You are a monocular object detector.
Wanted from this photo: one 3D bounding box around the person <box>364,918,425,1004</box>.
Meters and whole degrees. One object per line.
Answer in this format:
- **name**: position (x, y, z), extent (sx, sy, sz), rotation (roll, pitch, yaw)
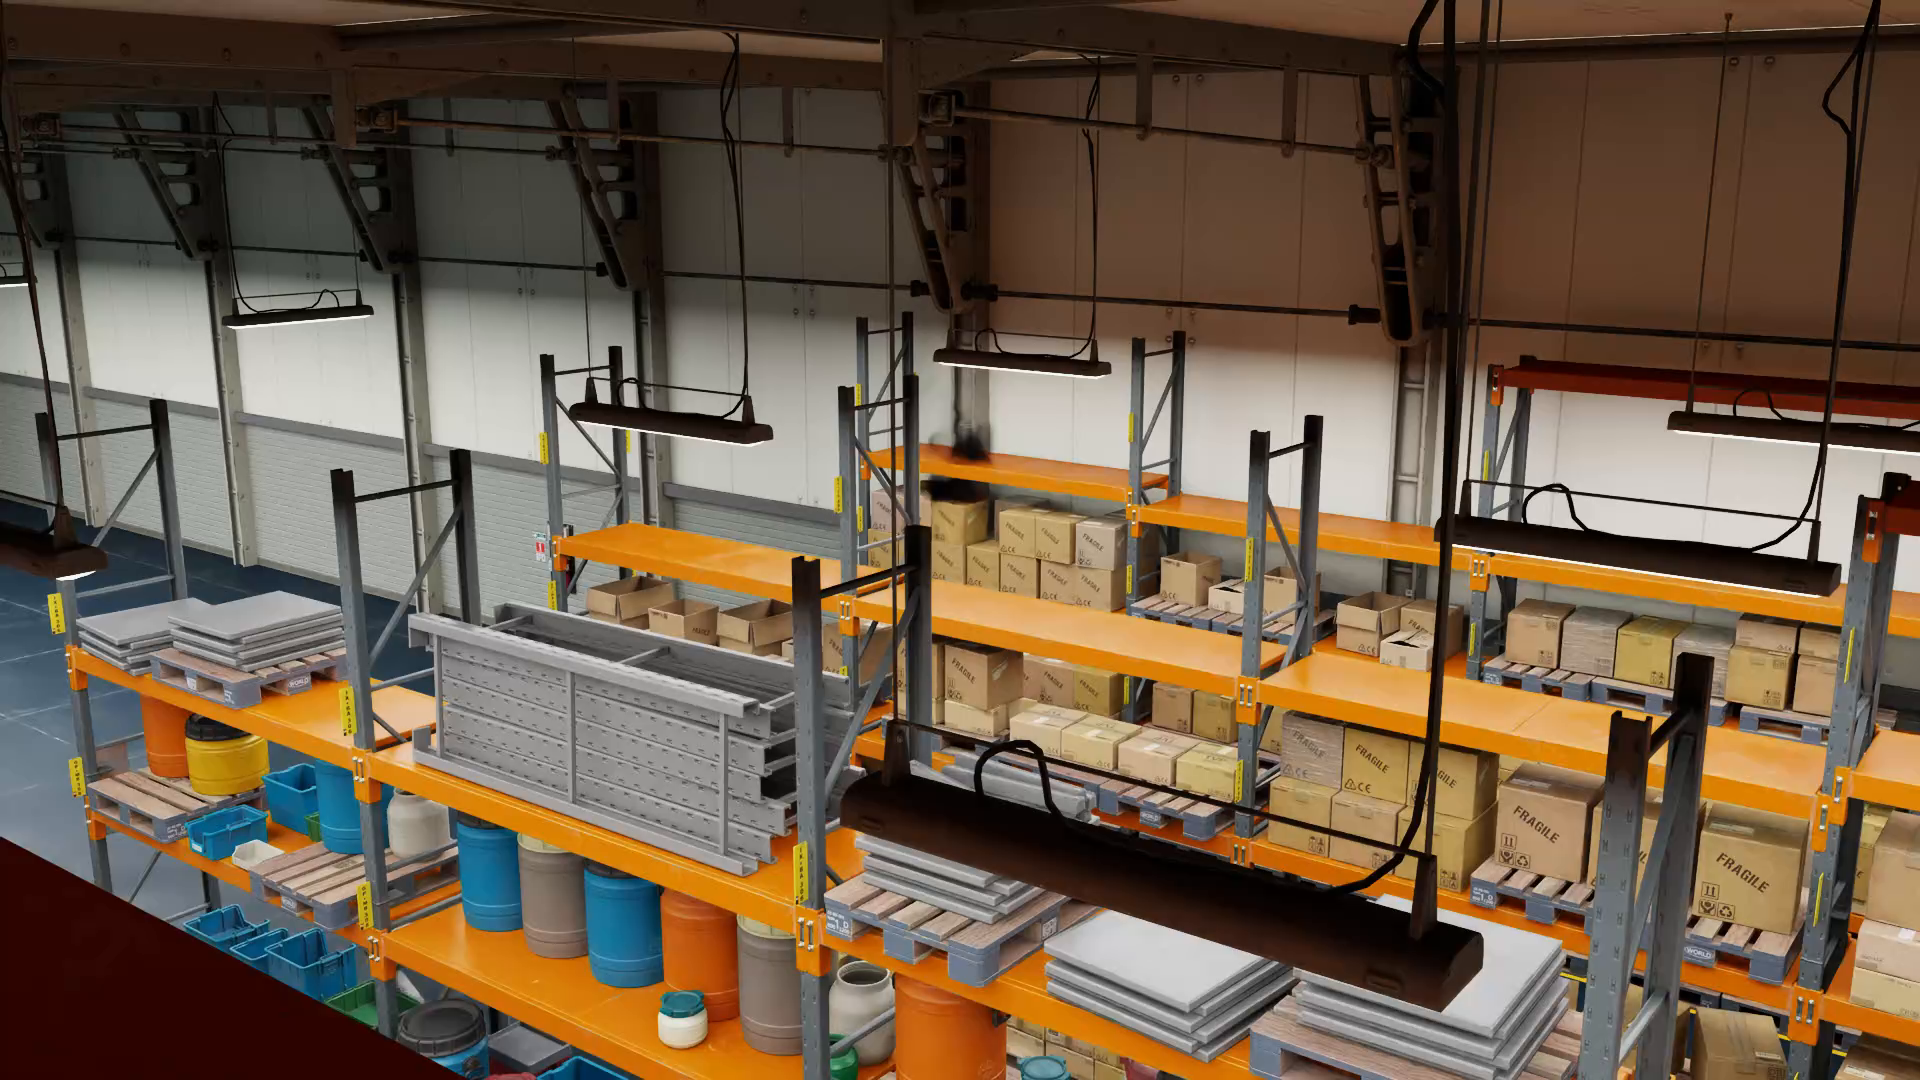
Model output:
- **person**: position (-5.308, 3.778, 15.400), extent (0.545, 1.635, 0.618), rotation (8, 15, 31)
